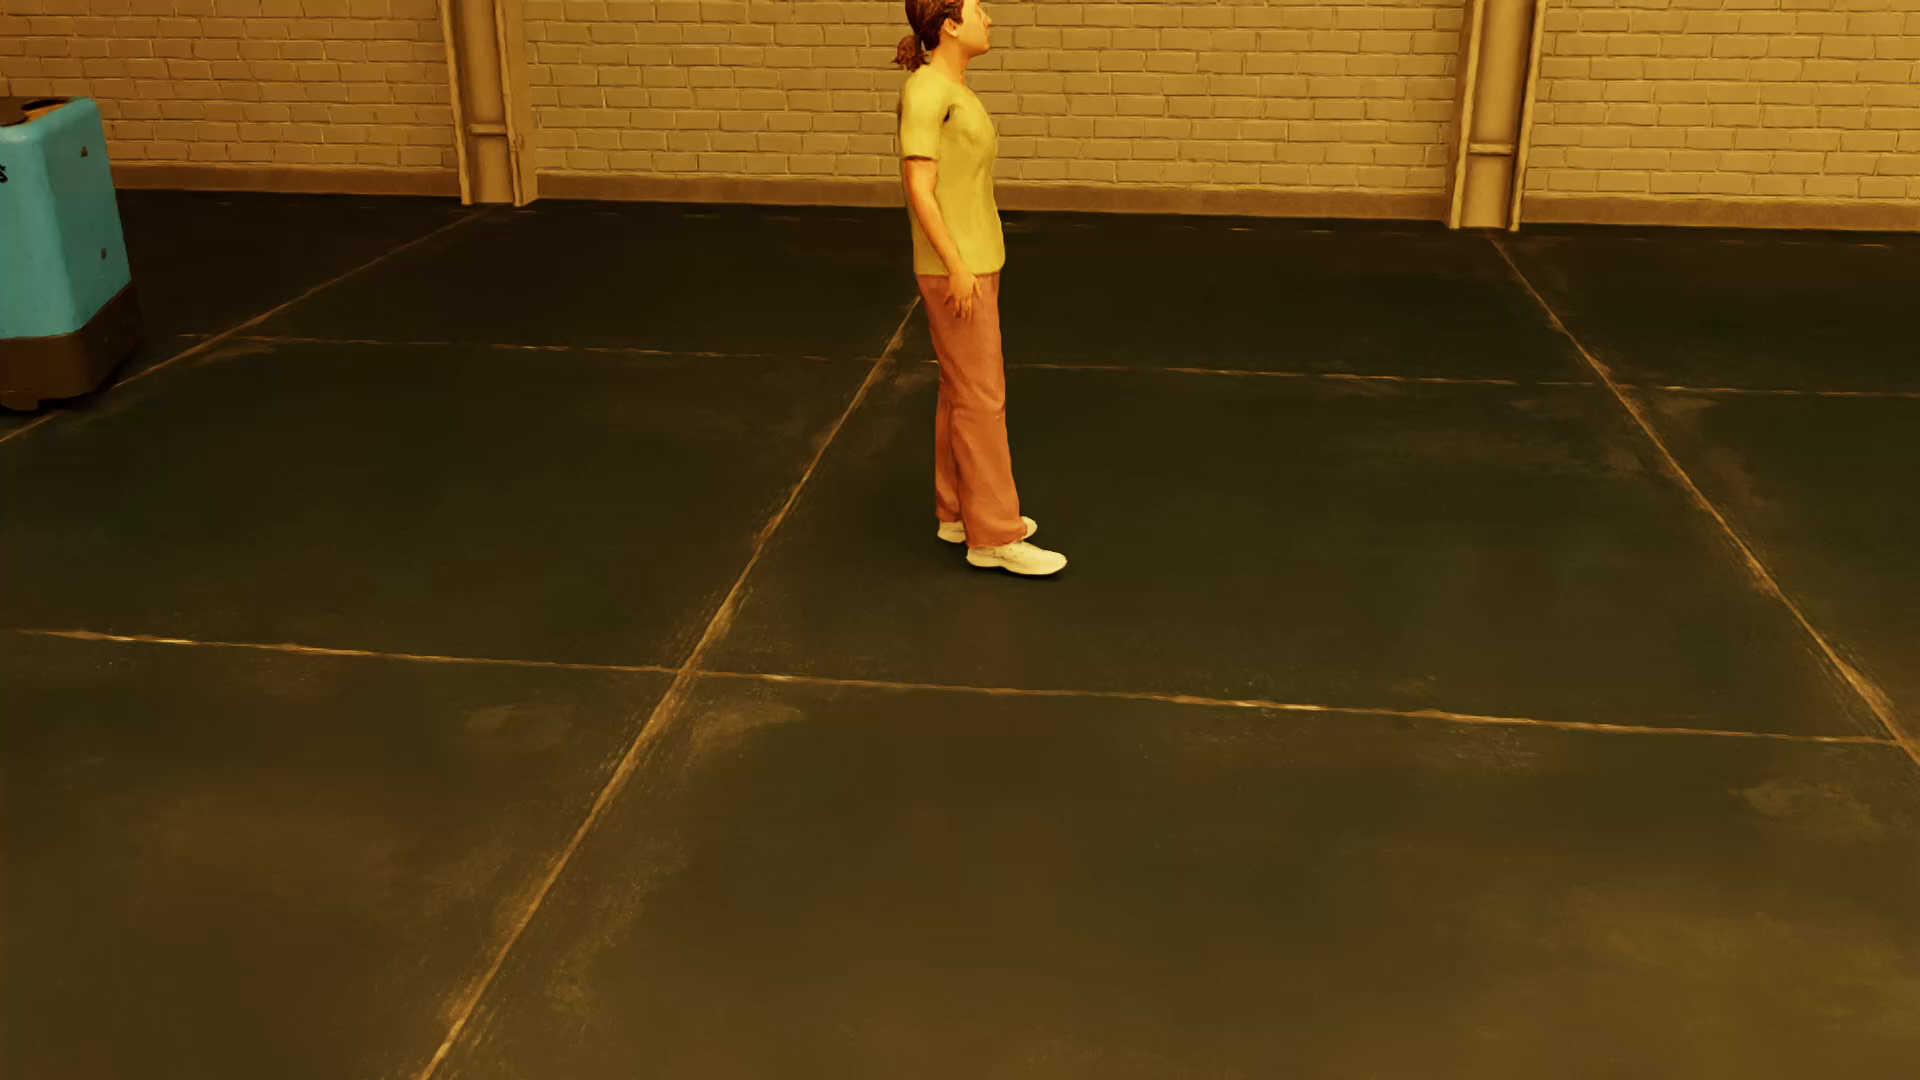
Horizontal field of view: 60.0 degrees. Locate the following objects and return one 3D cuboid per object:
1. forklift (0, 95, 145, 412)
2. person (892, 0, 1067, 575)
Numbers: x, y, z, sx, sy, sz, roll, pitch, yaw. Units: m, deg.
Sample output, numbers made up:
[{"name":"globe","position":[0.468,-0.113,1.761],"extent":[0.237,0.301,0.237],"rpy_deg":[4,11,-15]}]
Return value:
[{"name":"forklift","position":[-4.914,-1.906,5.988],"extent":[3.031,2.935,1.130],"rpy_deg":[-5,22,-12]},{"name":"person","position":[0.072,-0.771,4.845],"extent":[0.548,1.663,0.554],"rpy_deg":[3,22,7]}]
